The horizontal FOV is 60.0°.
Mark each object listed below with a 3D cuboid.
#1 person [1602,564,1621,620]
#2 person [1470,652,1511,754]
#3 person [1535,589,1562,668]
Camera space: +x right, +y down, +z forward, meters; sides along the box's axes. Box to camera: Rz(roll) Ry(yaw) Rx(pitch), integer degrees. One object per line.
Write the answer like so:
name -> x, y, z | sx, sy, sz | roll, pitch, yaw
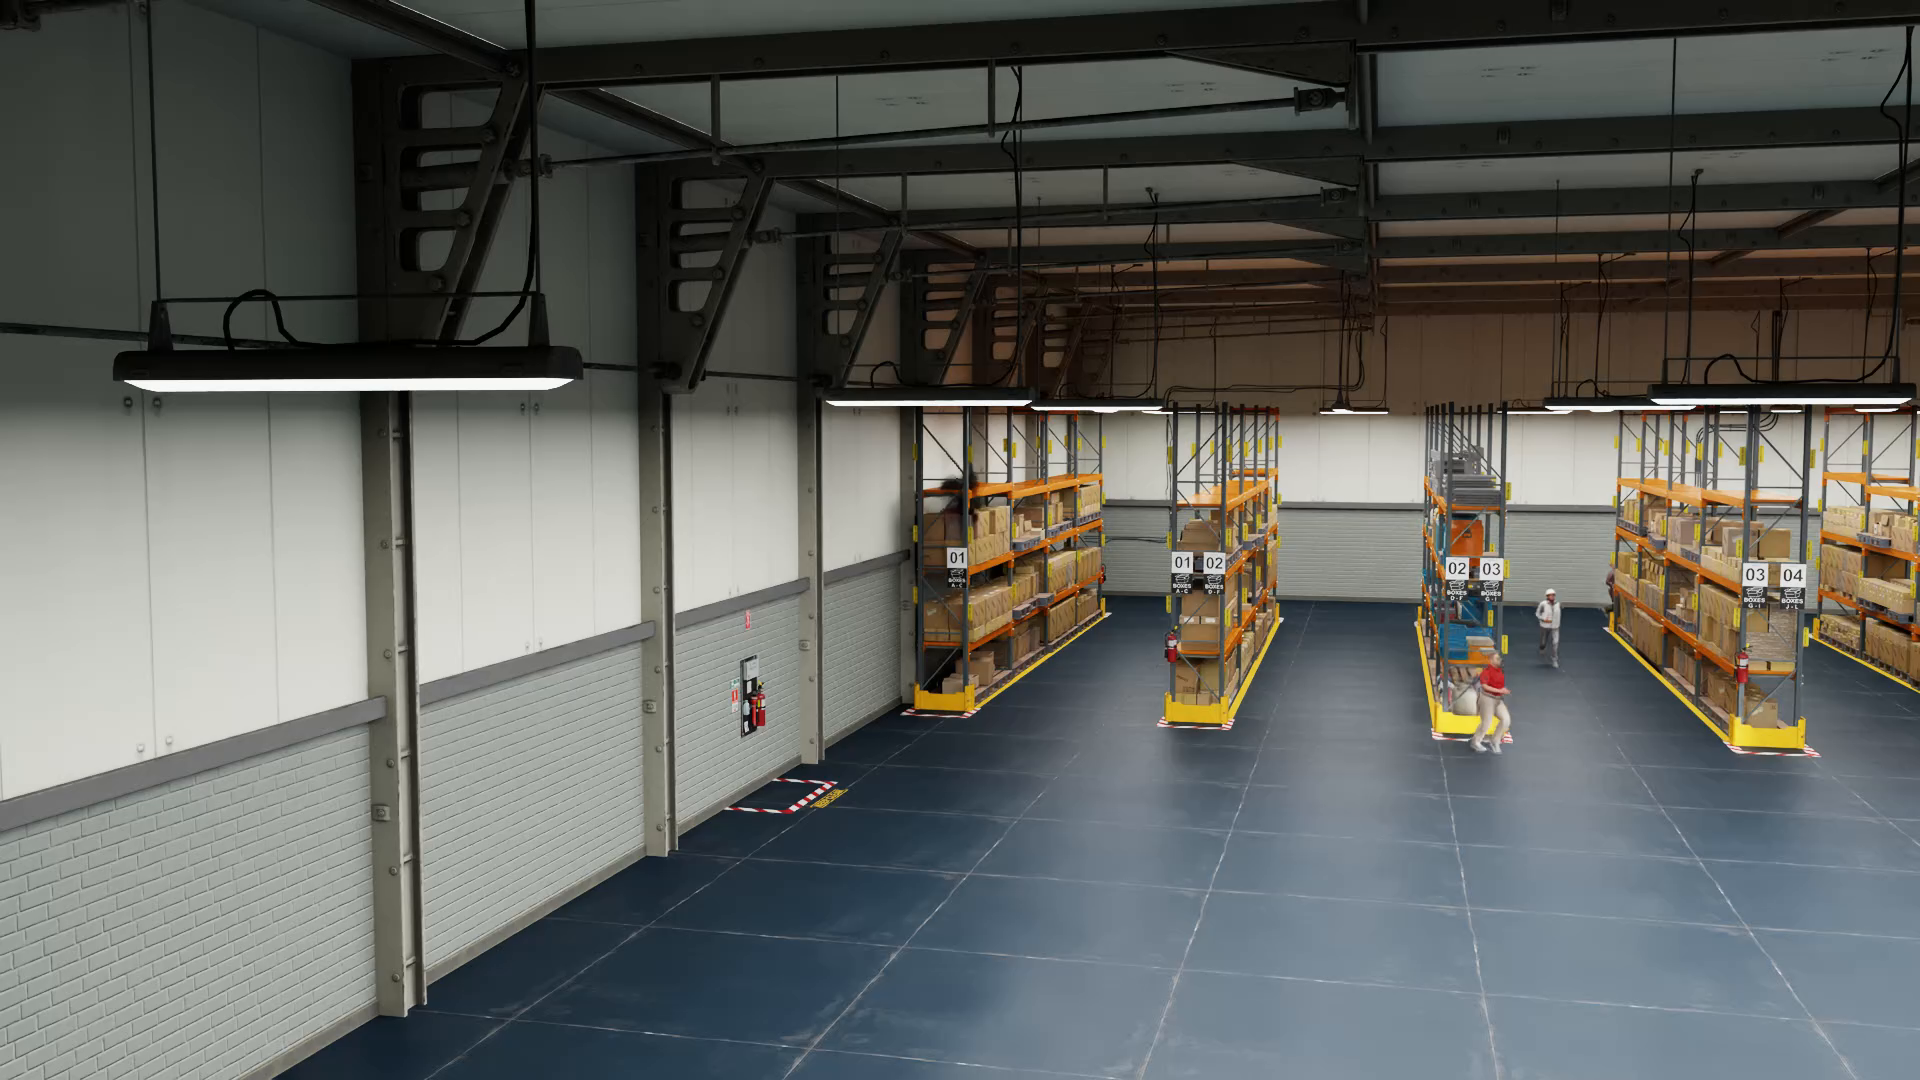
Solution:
person -> 18.163, 1.457, 46.116 | 0.646, 1.718, 0.711 | 4, 6, 41
person -> 9.086, 2.801, 28.307 | 0.682, 1.794, 0.742 | -3, 5, -38
person -> 13.616, 2.014, 38.460 | 0.629, 1.776, 1.126 | 1, 4, 9
